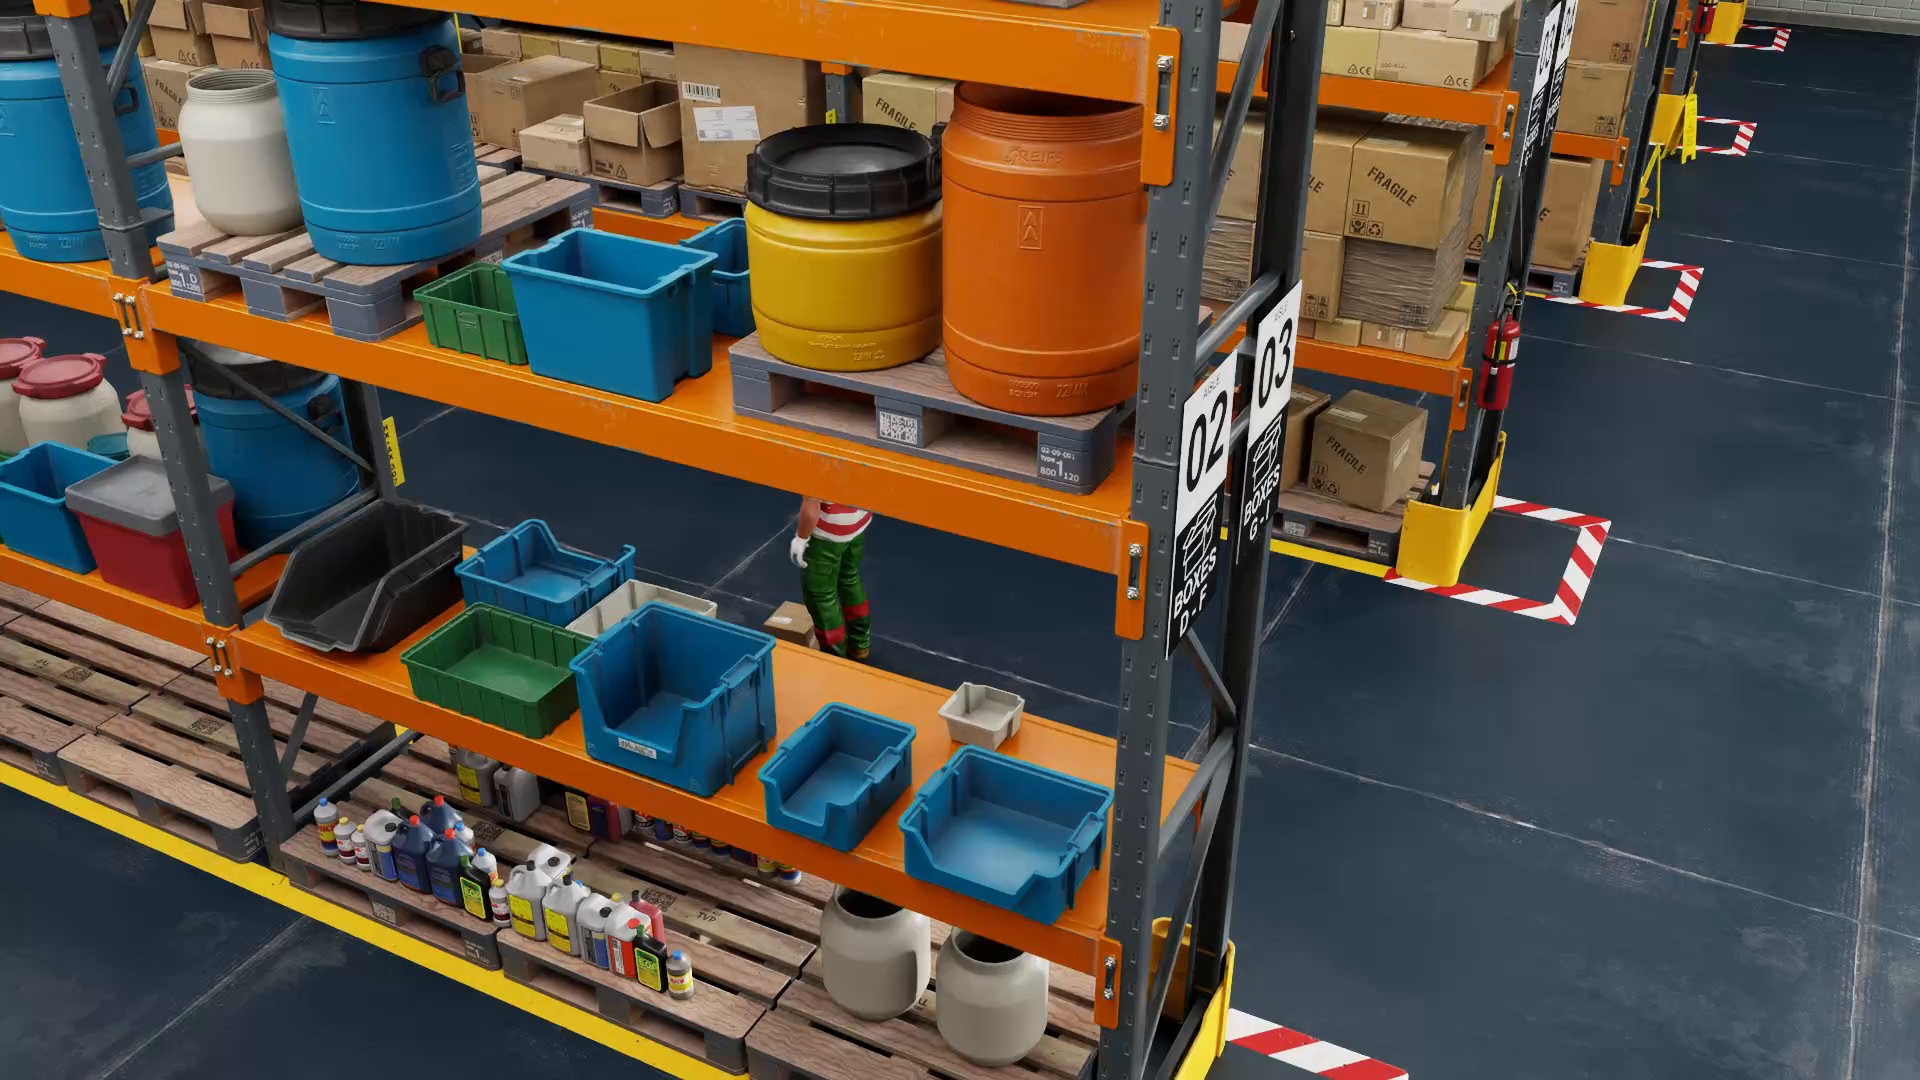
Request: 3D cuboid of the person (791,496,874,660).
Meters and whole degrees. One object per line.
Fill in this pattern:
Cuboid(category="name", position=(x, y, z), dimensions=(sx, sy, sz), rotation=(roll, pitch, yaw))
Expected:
Cuboid(category="person", position=(-0.669, -0.094, 8.445), dimensions=(0.453, 1.778, 0.606), rotation=(14, 33, 23))
